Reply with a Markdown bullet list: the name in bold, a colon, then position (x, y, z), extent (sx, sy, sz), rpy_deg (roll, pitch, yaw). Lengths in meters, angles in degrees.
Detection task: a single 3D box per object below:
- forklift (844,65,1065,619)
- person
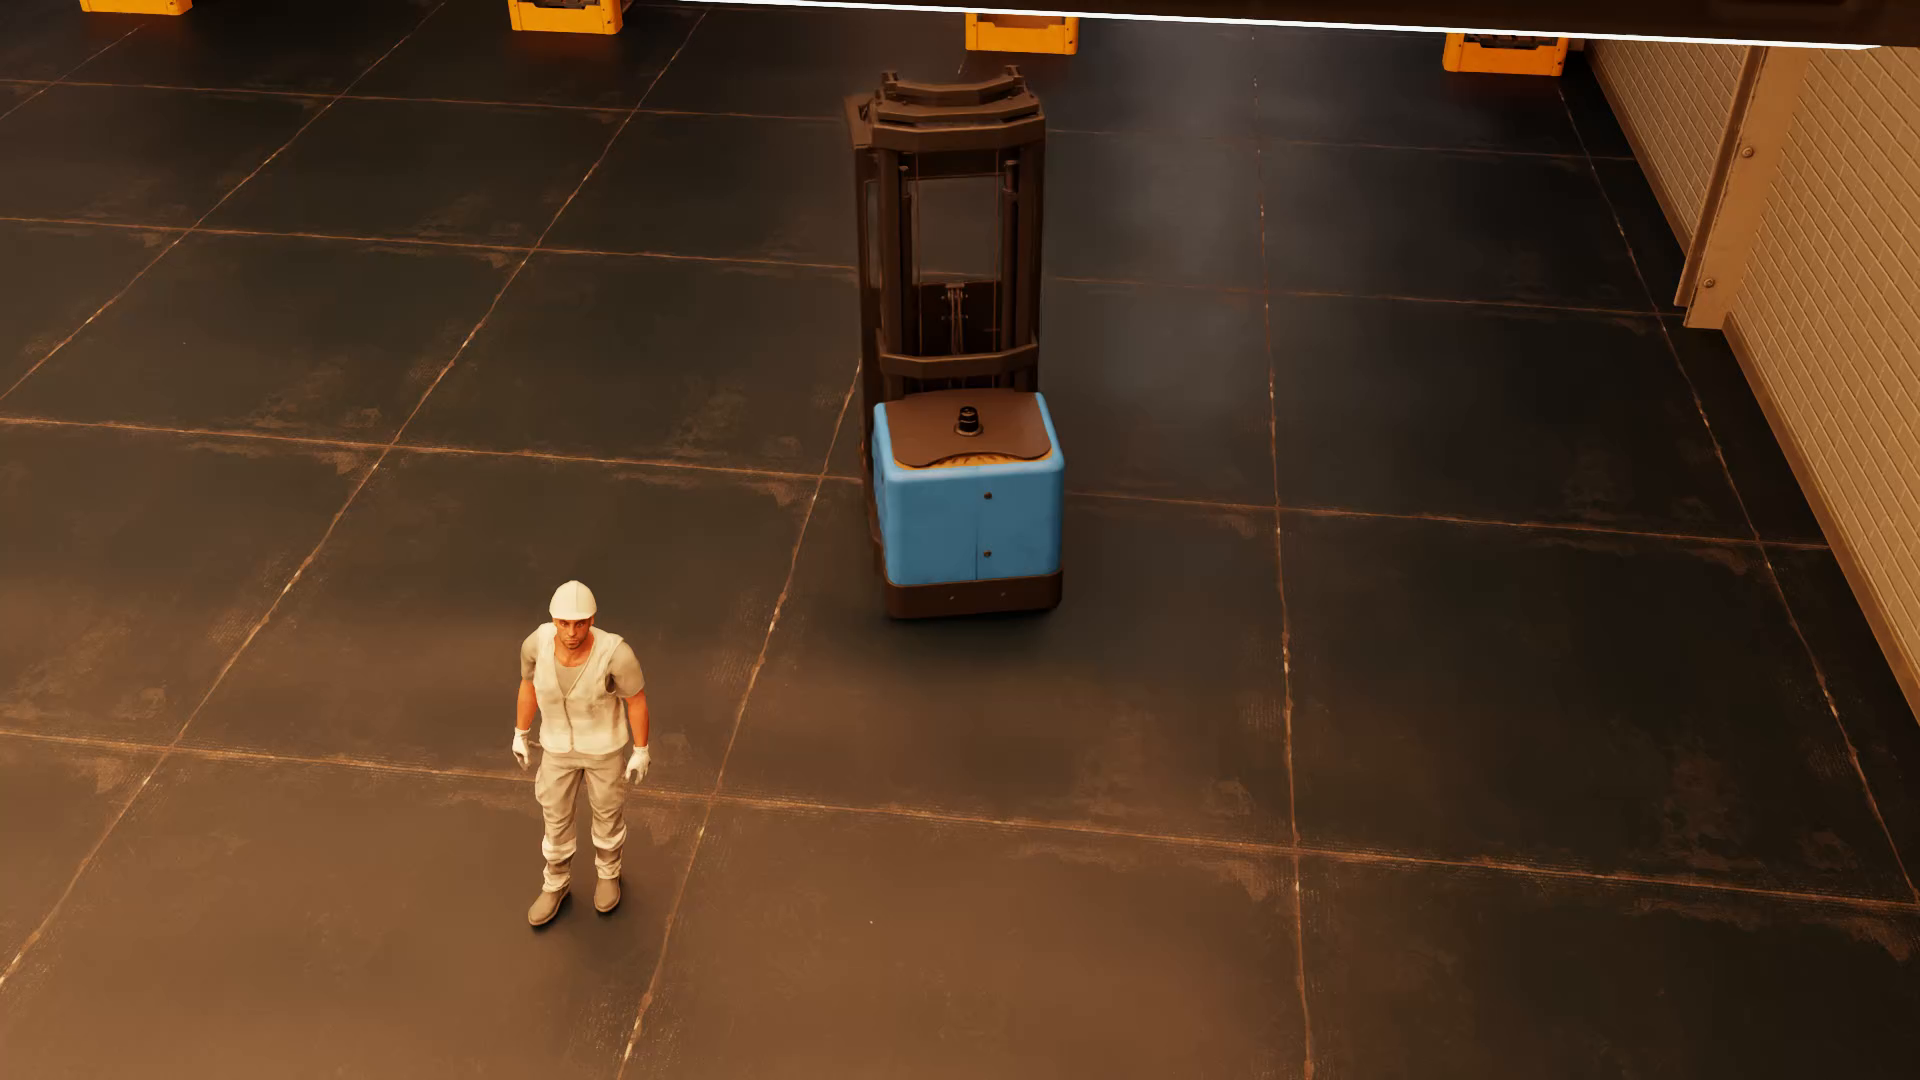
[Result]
- **forklift**: position (-0.094, -1.581, 10.175), extent (1.130, 2.935, 3.031), rpy_deg (-4, 37, -6)
- **person**: position (-1.751, 0.996, 7.630), extent (0.638, 1.787, 0.564), rpy_deg (3, 37, 5)
